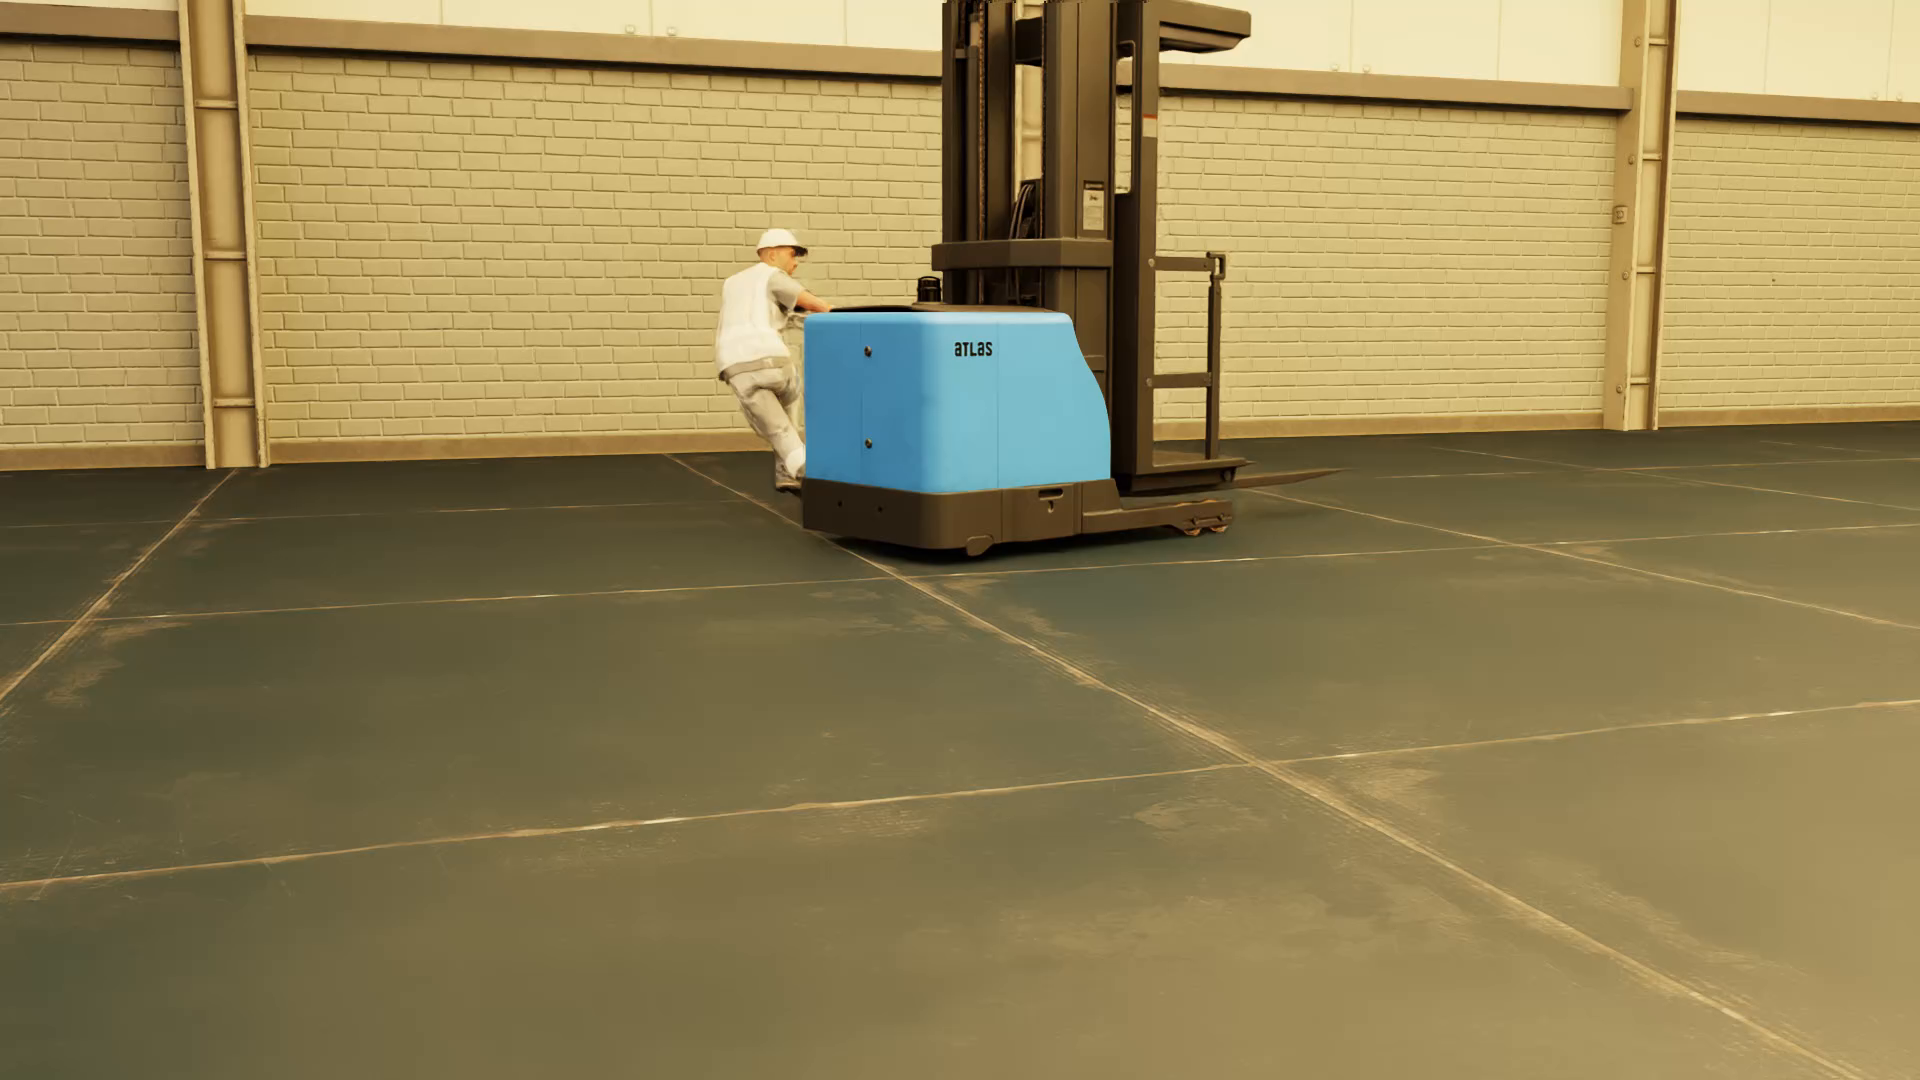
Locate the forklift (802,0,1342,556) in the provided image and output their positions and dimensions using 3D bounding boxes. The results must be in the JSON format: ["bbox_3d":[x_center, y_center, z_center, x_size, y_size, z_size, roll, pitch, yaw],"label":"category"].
[{"bbox_3d":[0.715,-1.519,8.217,3.031,2.935,1.130,-6,10,-39],"label":"forklift"}]

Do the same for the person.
[{"bbox_3d":[-0.884,-0.953,9.168,1.000,1.511,0.949,2,8,16],"label":"person"}]
